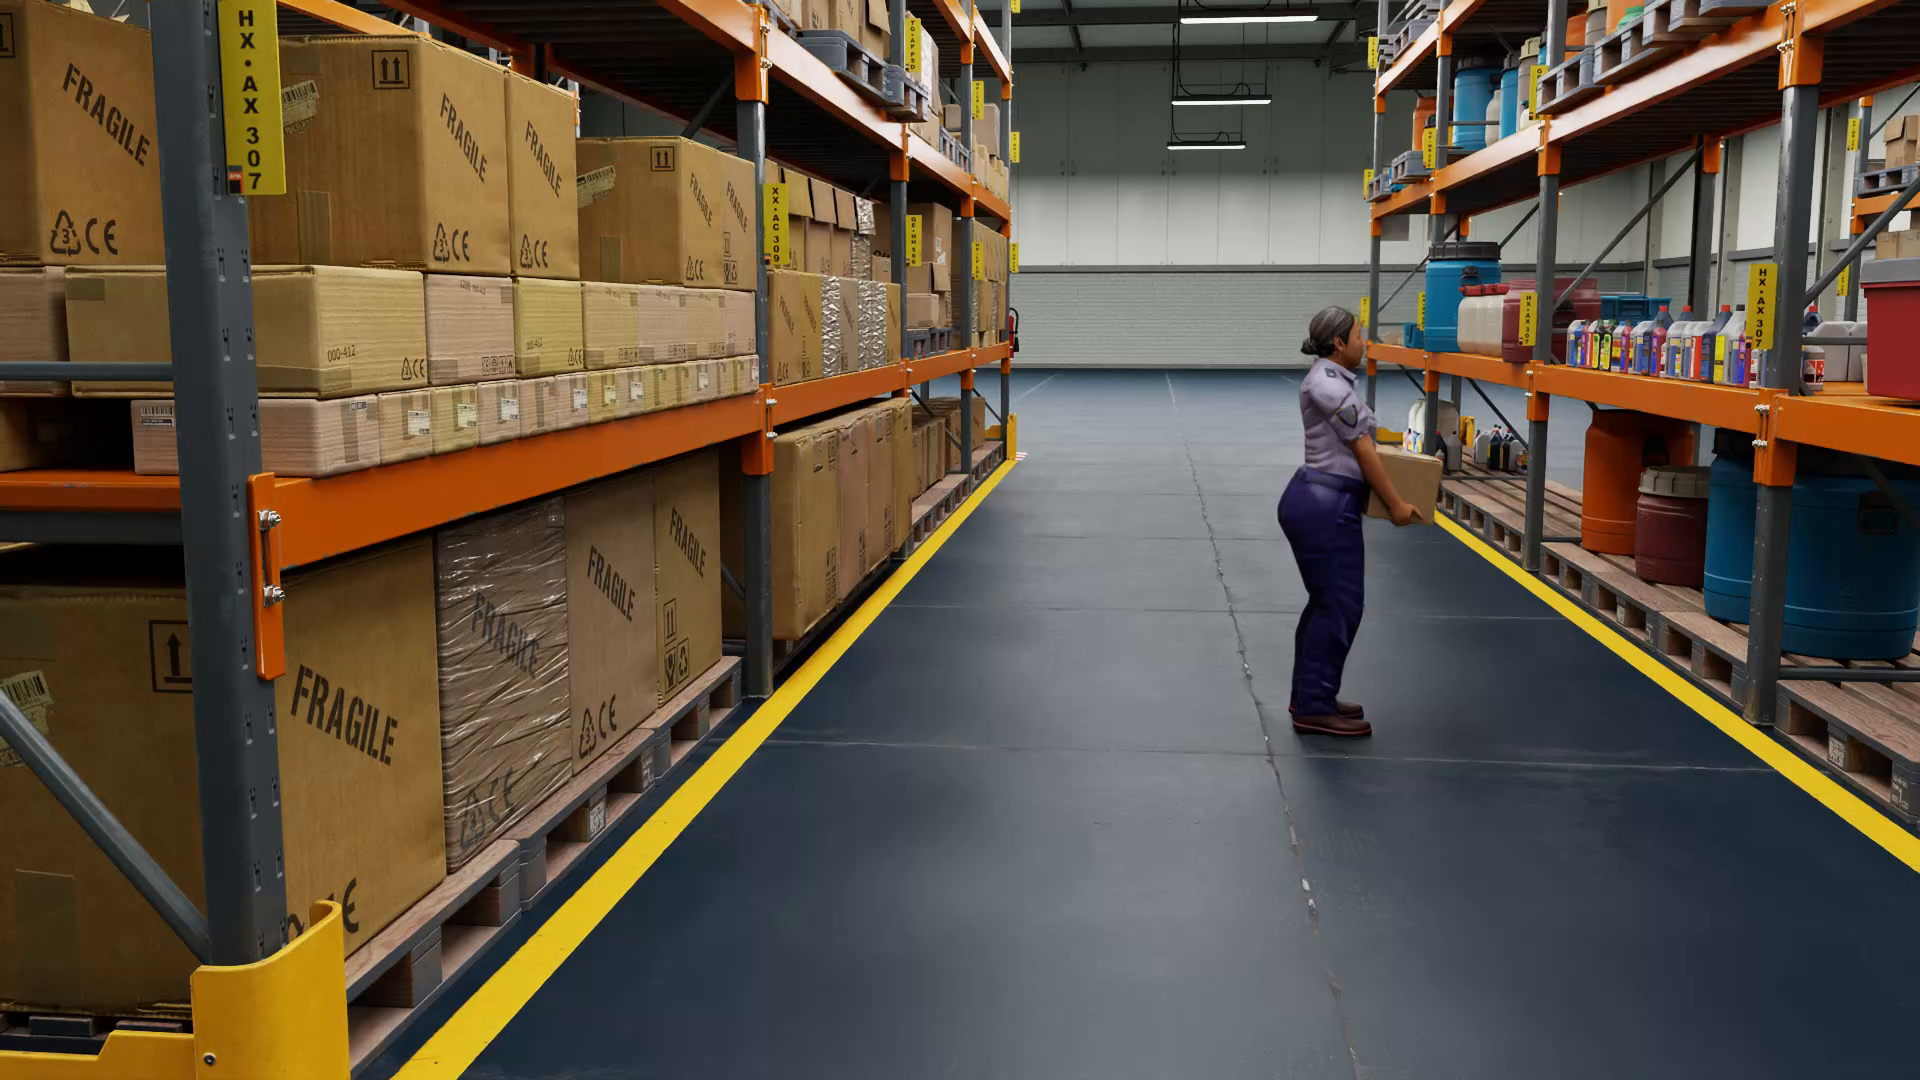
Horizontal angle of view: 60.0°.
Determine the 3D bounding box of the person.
[{"bbox_3d":[1.513,-0.080,6.488,0.528,1.647,0.435,1,8,5],"label":"person"}]
